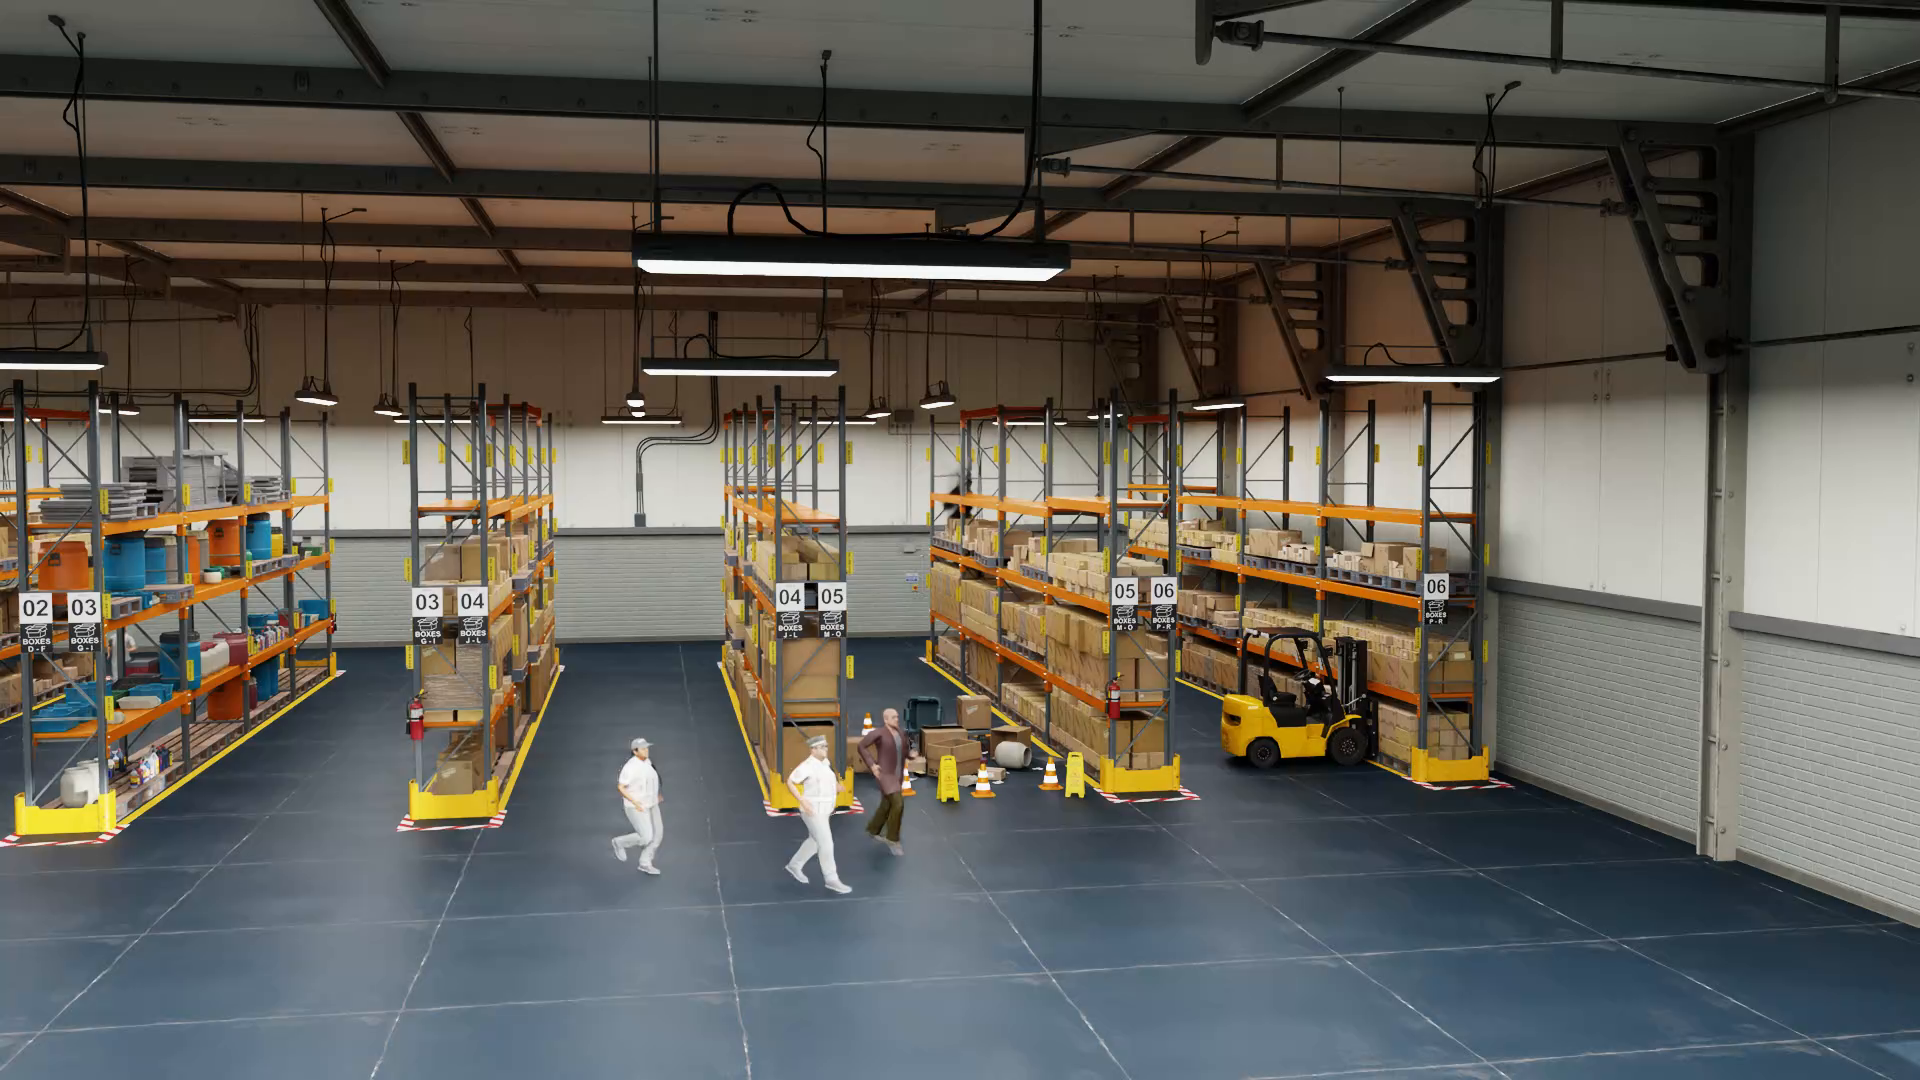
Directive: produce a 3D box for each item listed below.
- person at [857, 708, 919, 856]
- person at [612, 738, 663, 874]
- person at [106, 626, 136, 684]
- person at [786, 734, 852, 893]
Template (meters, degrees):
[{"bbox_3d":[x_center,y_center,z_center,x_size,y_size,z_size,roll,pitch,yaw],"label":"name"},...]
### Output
[{"bbox_3d":[-0.885,3.062,21.069,0.822,1.835,0.683,2,4,36],"label":"person"},{"bbox_3d":[-3.867,3.190,20.000,0.587,1.630,0.615,1,3,24],"label":"person"},{"bbox_3d":[-16.830,2.460,33.360,0.570,1.647,0.960,-1,3,-19],"label":"person"},{"bbox_3d":[-1.632,3.118,19.149,0.892,1.783,0.665,1,3,20],"label":"person"}]
